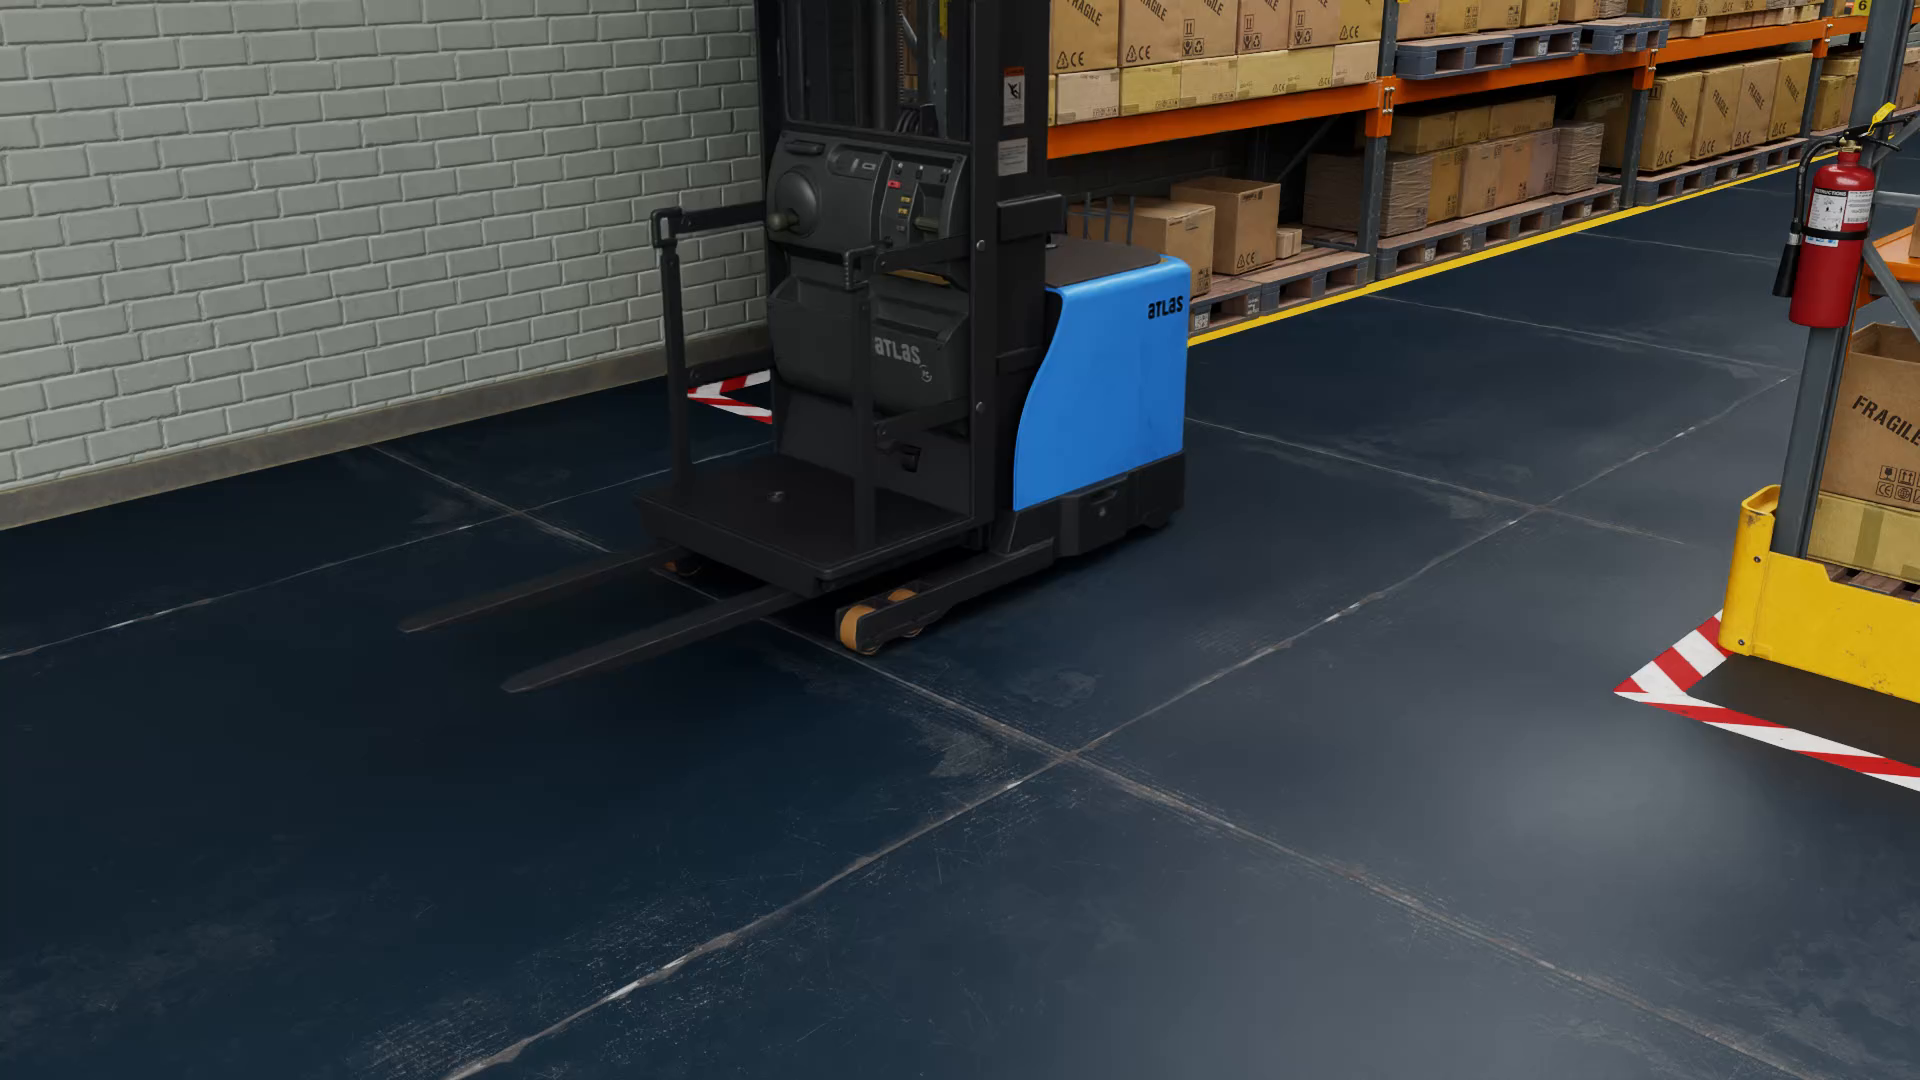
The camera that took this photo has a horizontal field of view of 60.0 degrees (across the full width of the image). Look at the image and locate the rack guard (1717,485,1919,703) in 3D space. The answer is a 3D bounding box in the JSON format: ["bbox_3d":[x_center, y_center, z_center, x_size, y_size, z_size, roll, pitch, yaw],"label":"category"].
[{"bbox_3d":[3.089,0.225,5.291,1.175,0.500,0.348,19,28,41],"label":"rack guard"}]

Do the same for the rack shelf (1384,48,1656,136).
[{"bbox_3d":[3.739,-3.393,12.224,1.077,0.370,4.000,19,28,41],"label":"rack shelf"}]

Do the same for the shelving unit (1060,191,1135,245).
[{"bbox_3d":[0.544,-0.882,7.176,0.258,1.200,0.189,15,19,34],"label":"shelving unit"}]

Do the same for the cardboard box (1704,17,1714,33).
[{"bbox_3d":[6.220,-4.436,14.257,0.250,0.149,0.380,-19,28,-41],"label":"cardboard box"}]

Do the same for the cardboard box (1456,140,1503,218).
[{"bbox_3d":[3.555,-2.713,12.323,0.700,0.500,0.500,20,28,41],"label":"cardboard box"}]

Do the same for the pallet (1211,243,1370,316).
[{"bbox_3d":[1.901,-1.732,10.785,1.003,0.211,1.213,19,28,41],"label":"pallet"}]

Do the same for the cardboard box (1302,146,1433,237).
[{"bbox_3d":[2.846,-2.447,11.630,0.500,0.500,0.700,-19,28,-40],"label":"cardboard box"}]

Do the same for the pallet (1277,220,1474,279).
[{"bbox_3d":[2.886,-2.114,11.779,1.003,0.211,1.213,19,28,41],"label":"pallet"}]

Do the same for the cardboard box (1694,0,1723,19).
[{"bbox_3d":[6.029,-4.631,13.860,0.500,0.500,0.500,-19,28,-40],"label":"cardboard box"}]

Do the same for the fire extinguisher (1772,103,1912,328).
[{"bbox_3d":[2.690,-0.997,5.096,0.296,0.674,0.183,19,28,41],"label":"fire extinguisher"}]

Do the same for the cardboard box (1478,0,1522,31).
[{"bbox_3d":[3.555,-3.908,11.808,0.500,0.500,0.700,-16,26,-35],"label":"cardboard box"}]

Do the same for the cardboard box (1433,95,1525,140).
[{"bbox_3d":[3.872,-3.169,12.464,0.500,0.250,0.500,19,28,40],"label":"cardboard box"}]

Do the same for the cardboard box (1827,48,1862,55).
[{"bbox_3d":[9.538,-5.248,18.043,0.250,0.149,0.380,-20,28,-41],"label":"cardboard box"}]

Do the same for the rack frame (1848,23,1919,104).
[{"bbox_3d":[10.715,-6.299,18.783,1.000,3.000,0.127,19,28,41],"label":"rack frame"}]

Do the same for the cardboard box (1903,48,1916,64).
[{"bbox_3d":[10.162,-5.282,18.130,0.250,0.149,0.380,-19,28,-41],"label":"cardboard box"}]

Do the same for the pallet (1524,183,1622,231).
[{"bbox_3d":[4.588,-2.741,13.411,1.003,0.211,1.213,19,28,41],"label":"pallet"}]

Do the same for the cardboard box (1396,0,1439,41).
[{"bbox_3d":[2.723,-3.589,10.979,0.700,0.500,0.500,19,28,41],"label":"cardboard box"}]

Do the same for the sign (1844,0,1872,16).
[{"bbox_3d":[2.726,-1.738,4.971,0.100,0.325,0.005,19,28,41],"label":"sign"}]

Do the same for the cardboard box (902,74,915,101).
[{"bbox_3d":[-0.259,-2.294,8.544,0.500,0.250,0.500,-20,28,-41],"label":"cardboard box"}]

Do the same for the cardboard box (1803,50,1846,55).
[{"bbox_3d":[9.182,-5.117,17.702,0.380,0.149,0.250,19,28,40],"label":"cardboard box"}]

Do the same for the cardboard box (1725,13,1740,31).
[{"bbox_3d":[6.592,-4.559,14.576,0.380,0.149,0.250,19,28,41],"label":"cardboard box"}]

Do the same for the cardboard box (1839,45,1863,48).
[{"bbox_3d":[9.890,-5.378,18.381,0.380,0.149,0.250,19,28,41],"label":"cardboard box"}]

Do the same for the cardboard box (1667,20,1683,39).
[{"bbox_3d":[5.712,-4.224,13.706,0.250,0.149,0.380,-20,29,-41],"label":"cardboard box"}]

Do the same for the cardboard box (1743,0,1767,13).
[{"bbox_3d":[6.733,-4.894,14.544,0.500,0.500,0.500,-19,28,-41],"label":"cardboard box"}]

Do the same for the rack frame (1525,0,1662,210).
[{"bbox_3d":[5.134,-4.243,13.432,1.000,3.000,0.127,19,28,41],"label":"rack frame"}]

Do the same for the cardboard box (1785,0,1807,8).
[{"bbox_3d":[7.435,-5.151,15.212,0.500,0.500,0.500,20,28,41],"label":"cardboard box"}]

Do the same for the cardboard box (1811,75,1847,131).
[{"bbox_3d":[8.520,-4.467,16.914,0.700,0.500,0.500,20,29,41],"label":"cardboard box"}]

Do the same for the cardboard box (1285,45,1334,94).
[{"bbox_3d":[1.877,-2.830,9.939,0.500,0.250,0.500,19,28,41],"label":"cardboard box"}]

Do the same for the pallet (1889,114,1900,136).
[{"bbox_3d":[9.362,-4.460,17.885,1.003,0.211,1.213,19,28,41],"label":"pallet"}]

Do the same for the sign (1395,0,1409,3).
[{"bbox_3d":[2.738,-3.485,10.254,0.100,0.325,0.005,19,28,41],"label":"sign"}]

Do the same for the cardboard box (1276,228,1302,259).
[{"bbox_3d":[1.992,-1.952,10.809,0.380,0.166,0.250,15,26,34],"label":"cardboard box"}]

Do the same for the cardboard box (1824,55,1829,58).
[{"bbox_3d":[8.826,-4.986,17.360,0.380,0.149,0.250,18,27,39],"label":"cardboard box"}]

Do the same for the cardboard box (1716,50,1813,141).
[{"bbox_3d":[7.564,-4.264,15.899,0.750,0.750,0.750,20,28,41],"label":"cardboard box"}]

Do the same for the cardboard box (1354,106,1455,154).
[{"bbox_3d":[3.150,-2.911,11.792,0.500,0.250,0.500,19,28,40],"label":"cardboard box"}]

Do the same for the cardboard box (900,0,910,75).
[{"bbox_3d":[-0.270,-2.650,8.425,0.500,0.500,0.500,19,28,40],"label":"cardboard box"}]

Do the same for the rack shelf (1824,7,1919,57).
[{"bbox_3d":[9.320,-5.449,17.574,1.077,0.370,4.000,19,28,41],"label":"rack shelf"}]

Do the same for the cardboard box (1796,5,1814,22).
[{"bbox_3d":[7.733,-4.935,15.554,0.250,0.149,0.380,-20,28,-41],"label":"cardboard box"}]

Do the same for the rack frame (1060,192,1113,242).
[{"bbox_3d":[0.490,-0.866,7.104,0.240,1.200,0.006,15,19,34],"label":"rack frame"}]

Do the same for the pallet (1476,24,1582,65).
[{"bbox_3d":[3.783,-3.634,12.116,1.003,0.211,1.213,19,28,41],"label":"pallet"}]

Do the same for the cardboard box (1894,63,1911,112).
[{"bbox_3d":[9.950,-4.995,18.288,0.700,0.500,0.500,19,28,40],"label":"cardboard box"}]

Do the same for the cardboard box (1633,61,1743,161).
[{"bbox_3d":[6.357,-3.815,14.731,0.750,0.750,0.750,19,28,40],"label":"cardboard box"}]

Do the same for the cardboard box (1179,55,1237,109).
[{"bbox_3d":[1.187,-2.568,9.255,0.500,0.250,0.500,20,28,41],"label":"cardboard box"}]

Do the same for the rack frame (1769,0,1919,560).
[{"bbox_3d":[3.105,-0.948,4.859,1.000,3.000,0.127,19,28,41],"label":"rack frame"}]

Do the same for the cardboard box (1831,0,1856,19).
[{"bbox_3d":[8.315,-5.546,16.406,0.700,0.700,0.980,-20,28,-41],"label":"cardboard box"}]

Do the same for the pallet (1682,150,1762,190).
[{"bbox_3d":[6.589,-3.437,15.223,1.003,0.211,1.213,19,28,41],"label":"pallet"}]

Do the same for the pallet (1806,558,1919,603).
[{"bbox_3d":[3.609,0.147,5.898,1.003,0.211,1.213,19,28,41],"label":"pallet"}]

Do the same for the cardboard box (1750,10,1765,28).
[{"bbox_3d":[6.974,-4.690,14.918,0.380,0.149,0.250,18,28,39],"label":"cardboard box"}]

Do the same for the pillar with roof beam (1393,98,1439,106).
[{"bbox_3d":[6.692,-5.848,9.247,9.100,9.000,0.400,19,28,41],"label":"pillar with roof beam"}]

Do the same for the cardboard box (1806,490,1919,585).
[{"bbox_3d":[3.268,-0.072,5.828,0.500,0.250,0.500,19,28,41],"label":"cardboard box"}]

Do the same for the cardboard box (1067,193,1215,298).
[{"bbox_3d":[1.046,-1.703,9.695,0.700,0.500,0.500,17,27,37],"label":"cardboard box"}]

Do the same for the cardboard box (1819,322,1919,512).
[{"bbox_3d":[3.266,-0.423,5.695,0.500,0.500,0.500,19,28,41],"label":"cardboard box"}]

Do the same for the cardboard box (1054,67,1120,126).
[{"bbox_3d":[0.473,-2.309,8.582,0.500,0.250,0.500,18,28,39],"label":"cardboard box"}]

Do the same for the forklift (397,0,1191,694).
[{"bbox_3d":[-0.481,-1.191,5.589,1.130,2.935,3.031,19,28,41],"label":"forklift"}]

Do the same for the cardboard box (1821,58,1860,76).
[{"bbox_3d":[8.890,-4.812,16.908,0.250,0.149,0.380,-19,28,-40],"label":"cardboard box"}]

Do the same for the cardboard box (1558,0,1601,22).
[{"bbox_3d":[4.443,-4.221,12.623,0.700,0.500,0.500,16,26,36],"label":"cardboard box"}]

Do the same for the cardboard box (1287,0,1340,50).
[{"bbox_3d":[1.892,-3.175,9.791,0.500,0.500,0.500,19,28,40],"label":"cardboard box"}]

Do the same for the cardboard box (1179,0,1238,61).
[{"bbox_3d":[1.170,-2.915,9.113,0.500,0.500,0.500,-19,28,-40],"label":"cardboard box"}]

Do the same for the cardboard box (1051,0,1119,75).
[{"bbox_3d":[0.454,-2.648,8.419,0.500,0.500,0.500,19,28,41],"label":"cardboard box"}]

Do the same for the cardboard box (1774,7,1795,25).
[{"bbox_3d":[7.377,-4.797,15.196,0.380,0.149,0.250,19,28,41],"label":"cardboard box"}]

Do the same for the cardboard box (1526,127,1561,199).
[{"bbox_3d":[4.227,-2.980,13.018,0.700,0.500,0.500,19,28,41],"label":"cardboard box"}]
